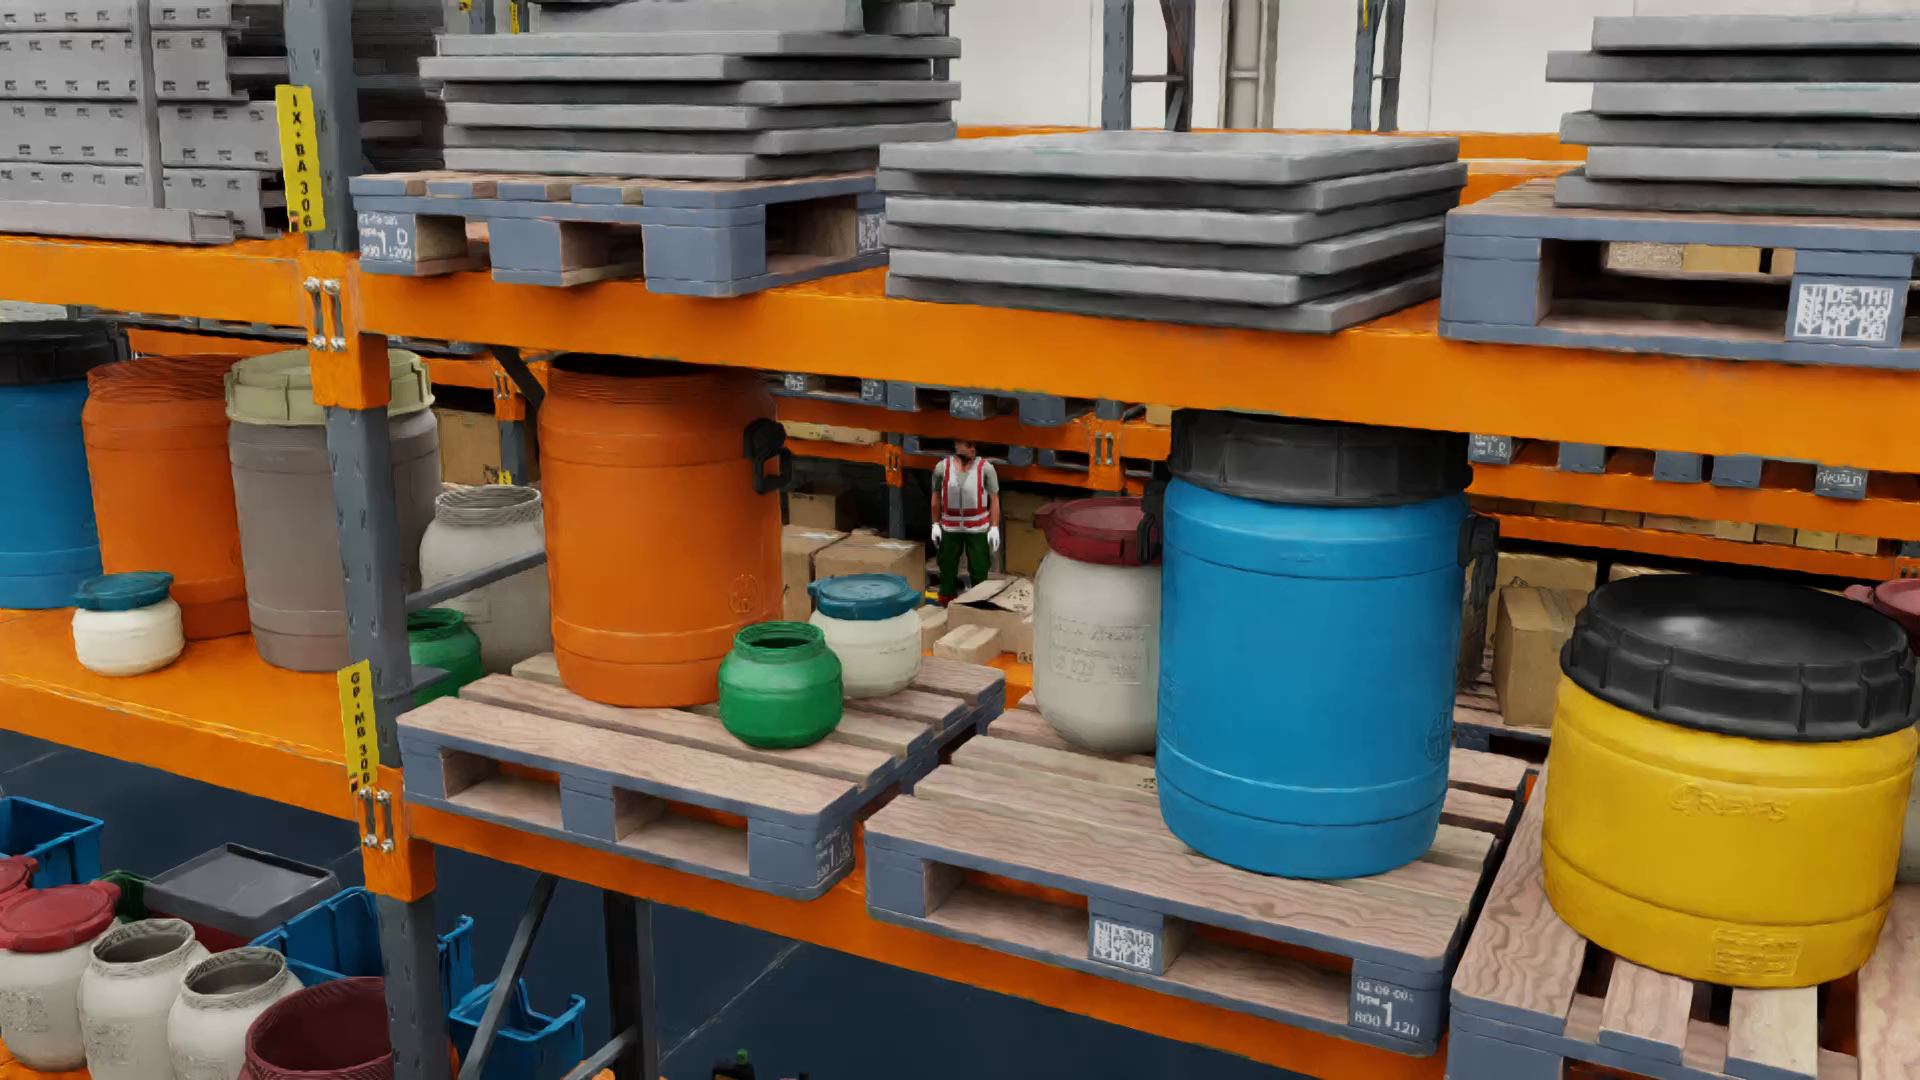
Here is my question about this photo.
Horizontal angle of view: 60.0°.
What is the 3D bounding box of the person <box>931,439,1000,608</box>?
[{"bbox_3d":[0.042,-0.046,13.642,0.594,1.832,0.405,2,16,9],"label":"person"}]
